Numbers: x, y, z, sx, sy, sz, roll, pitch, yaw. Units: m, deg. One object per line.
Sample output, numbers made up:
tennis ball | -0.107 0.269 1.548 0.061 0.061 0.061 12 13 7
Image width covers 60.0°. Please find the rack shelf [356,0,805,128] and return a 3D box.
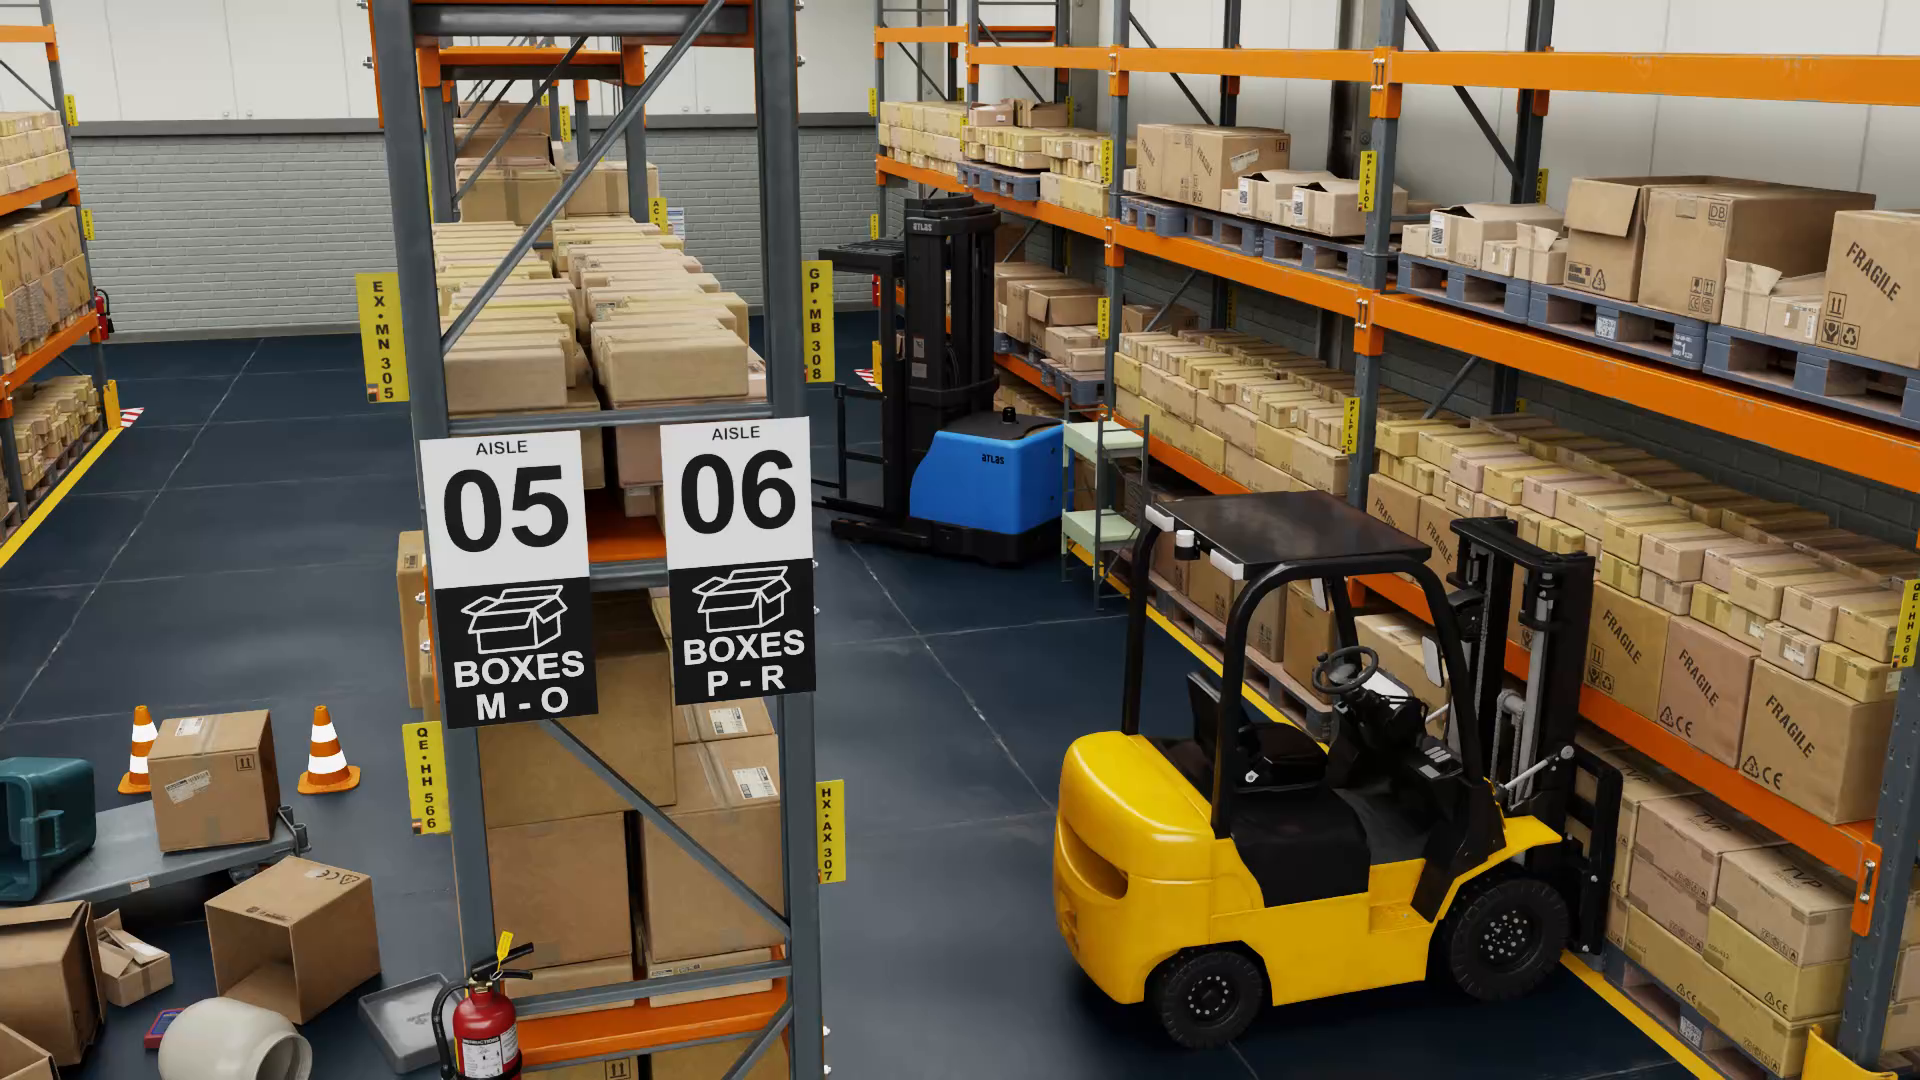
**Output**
rack shelf | -1.459 -1.765 5.941 1.077 0.370 4.000 -5 17 -15

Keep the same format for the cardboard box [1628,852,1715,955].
cardboard box | 3.301 1.549 7.262 0.500 0.250 0.500 -5 17 -16

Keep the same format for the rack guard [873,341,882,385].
rack guard | -0.514 -2.286 21.192 1.175 0.500 0.348 -5 17 -15

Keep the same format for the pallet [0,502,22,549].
pallet | -8.723 -0.034 14.198 1.003 0.211 1.213 -5 17 -15

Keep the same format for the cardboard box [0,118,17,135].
cardboard box | -9.185 -3.918 15.766 0.380 0.149 0.250 -5 17 -17

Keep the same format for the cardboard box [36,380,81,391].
cardboard box | -9.635 -1.611 17.793 0.380 0.149 0.250 -4 17 -14

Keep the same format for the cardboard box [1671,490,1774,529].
cardboard box | 3.578 -0.119 7.815 0.380 0.149 0.250 -5 17 -15

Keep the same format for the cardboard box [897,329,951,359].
cardboard box | -0.458 -2.333 20.613 0.797 0.503 0.637 -5 18 -17

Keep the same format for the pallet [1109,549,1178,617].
pallet | 1.853 0.275 13.168 1.003 0.211 1.213 -5 17 -15

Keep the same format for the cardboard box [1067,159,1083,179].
cardboard box | 1.125 -3.139 14.041 0.380 0.149 0.250 -5 17 -15

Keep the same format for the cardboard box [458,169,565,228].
cardboard box | -2.290 -1.747 8.500 0.500 0.250 0.500 -4 17 -14

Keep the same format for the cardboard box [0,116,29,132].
cardboard box | -9.342 -4.061 16.241 0.380 0.149 0.250 -4 17 -14

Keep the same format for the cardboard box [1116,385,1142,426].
cardboard box | 1.551 -1.077 13.084 0.500 0.250 0.500 -5 17 -15

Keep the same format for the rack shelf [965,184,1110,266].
rack shelf | 1.114 -2.936 15.049 1.077 0.370 4.000 -5 17 -15

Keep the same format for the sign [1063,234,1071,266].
sign | 1.097 -2.997 17.202 0.100 0.325 0.005 -5 17 -15

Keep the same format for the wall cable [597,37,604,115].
wall cable | -6.416 -7.593 24.089 2.355 3.000 0.029 -5 17 -15

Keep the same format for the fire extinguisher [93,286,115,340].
fire extinguisher | -9.663 -2.581 18.615 0.296 0.674 0.183 -5 17 -15

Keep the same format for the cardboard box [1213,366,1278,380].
cardboard box | 1.998 -1.117 11.657 0.380 0.149 0.250 -5 17 -15

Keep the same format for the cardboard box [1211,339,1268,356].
cardboard box | 2.140 -1.435 12.715 0.380 0.149 0.250 -5 17 -15

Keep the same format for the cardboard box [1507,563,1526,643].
cardboard box | 2.933 0.194 8.419 0.500 0.500 0.500 -5 17 -16

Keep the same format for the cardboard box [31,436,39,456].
cardboard box | -9.059 -0.891 15.912 0.380 0.149 0.250 -6 18 -18

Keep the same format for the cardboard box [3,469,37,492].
cardboard box | -8.730 -0.546 15.283 0.380 0.149 0.250 -5 18 -18

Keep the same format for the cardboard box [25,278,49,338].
cardboard box | -9.079 -2.210 15.905 0.500 0.500 0.500 -5 17 -16

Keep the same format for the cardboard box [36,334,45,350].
cardboard box | -9.110 -1.929 16.096 0.380 0.149 0.250 -4 17 -13

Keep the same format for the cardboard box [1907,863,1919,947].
cardboard box | 3.912 1.411 6.852 0.500 0.250 0.500 -5 17 -16

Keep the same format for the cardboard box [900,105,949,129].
cardboard box | -0.381 -4.828 18.971 0.500 0.250 0.500 -5 17 -16

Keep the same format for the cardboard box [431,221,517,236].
cardboard box | -2.236 -1.376 7.656 0.380 0.149 0.250 -5 17 -16

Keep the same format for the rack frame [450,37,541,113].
rack frame | -5.306 -5.983 18.729 1.000 3.000 0.127 -5 17 -15

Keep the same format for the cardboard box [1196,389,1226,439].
cardboard box | 1.979 -0.892 11.600 0.500 0.250 0.500 -4 17 -14

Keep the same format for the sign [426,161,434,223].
sign | -2.541 -1.619 7.830 0.100 0.325 0.005 -5 17 -15

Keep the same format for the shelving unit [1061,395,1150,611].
shelving unit | 1.107 -0.297 12.835 0.431 1.500 0.755 -5 17 -16

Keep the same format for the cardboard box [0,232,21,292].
cardboard box | -8.985 -2.540 15.265 0.500 0.500 0.500 -5 18 -17

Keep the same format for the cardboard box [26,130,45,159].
cardboard box | -9.387 -3.905 16.414 0.500 0.250 0.500 -4 17 -14

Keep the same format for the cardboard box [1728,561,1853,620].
cardboard box | 3.366 0.203 6.745 0.380 0.149 0.250 -4 17 -14

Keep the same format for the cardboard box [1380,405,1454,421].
cardboard box | 2.850 -0.736 10.385 0.380 0.149 0.250 -5 18 -17

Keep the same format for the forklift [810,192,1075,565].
forklift | -0.521 -1.503 14.360 3.031 2.935 1.130 11 20 32

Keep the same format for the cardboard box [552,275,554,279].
cardboard box | -2.000 -1.013 7.140 0.500 0.250 0.500 -5 17 -16

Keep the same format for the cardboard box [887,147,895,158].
cardboard box | -0.671 -4.713 20.152 0.380 0.149 0.250 -4 17 -14

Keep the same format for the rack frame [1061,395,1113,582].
rack frame | 1.004 -0.398 13.171 0.400 1.500 0.023 -5 17 -16

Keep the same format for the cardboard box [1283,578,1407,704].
cardboard box | 2.609 0.608 10.611 0.875 0.625 0.625 -4 17 -13

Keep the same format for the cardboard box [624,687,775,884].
cardboard box | -0.918 0.829 5.787 0.500 0.500 0.500 -4 17 -14

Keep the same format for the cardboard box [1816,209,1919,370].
cardboard box | 3.507 -0.915 5.991 0.500 0.500 0.500 -4 17 -13

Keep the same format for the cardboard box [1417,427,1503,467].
cardboard box | 2.741 -0.510 9.117 0.380 0.149 0.250 -4 17 -14

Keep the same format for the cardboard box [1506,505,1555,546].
cardboard box | 2.922 -0.078 8.195 0.380 0.149 0.250 -5 18 -17

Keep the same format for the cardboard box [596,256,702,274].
cardboard box | -1.193 -0.997 6.395 0.380 0.149 0.250 -4 17 -15

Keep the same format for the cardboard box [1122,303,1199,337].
cardboard box | 1.673 -1.695 13.976 0.500 0.500 0.500 -4 17 -13

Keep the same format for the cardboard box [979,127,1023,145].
cardboard box | 0.396 -3.846 15.844 0.380 0.149 0.250 -5 17 -16

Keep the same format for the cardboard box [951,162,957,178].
cardboard box | 0.118 -3.858 17.303 0.380 0.149 0.250 -5 17 -15

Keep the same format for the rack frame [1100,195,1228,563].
rack frame | 1.664 -1.291 13.535 1.000 3.000 0.127 -5 17 -15

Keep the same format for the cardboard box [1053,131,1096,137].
cardboard box | 1.065 -3.670 15.257 0.380 0.149 0.250 -5 17 -15

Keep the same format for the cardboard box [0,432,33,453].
cardboard box | -8.853 -0.898 15.418 0.380 0.149 0.250 -4 17 -13

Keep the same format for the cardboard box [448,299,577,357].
cardboard box | -1.428 -0.671 5.307 0.380 0.149 0.250 -5 17 -15

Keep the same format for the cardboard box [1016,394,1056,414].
cardboard box | 0.761 -1.304 16.068 0.380 0.149 0.250 -5 17 -15

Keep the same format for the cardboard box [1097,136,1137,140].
cardboard box | 1.423 -3.458 14.588 0.380 0.149 0.250 -5 17 -16
